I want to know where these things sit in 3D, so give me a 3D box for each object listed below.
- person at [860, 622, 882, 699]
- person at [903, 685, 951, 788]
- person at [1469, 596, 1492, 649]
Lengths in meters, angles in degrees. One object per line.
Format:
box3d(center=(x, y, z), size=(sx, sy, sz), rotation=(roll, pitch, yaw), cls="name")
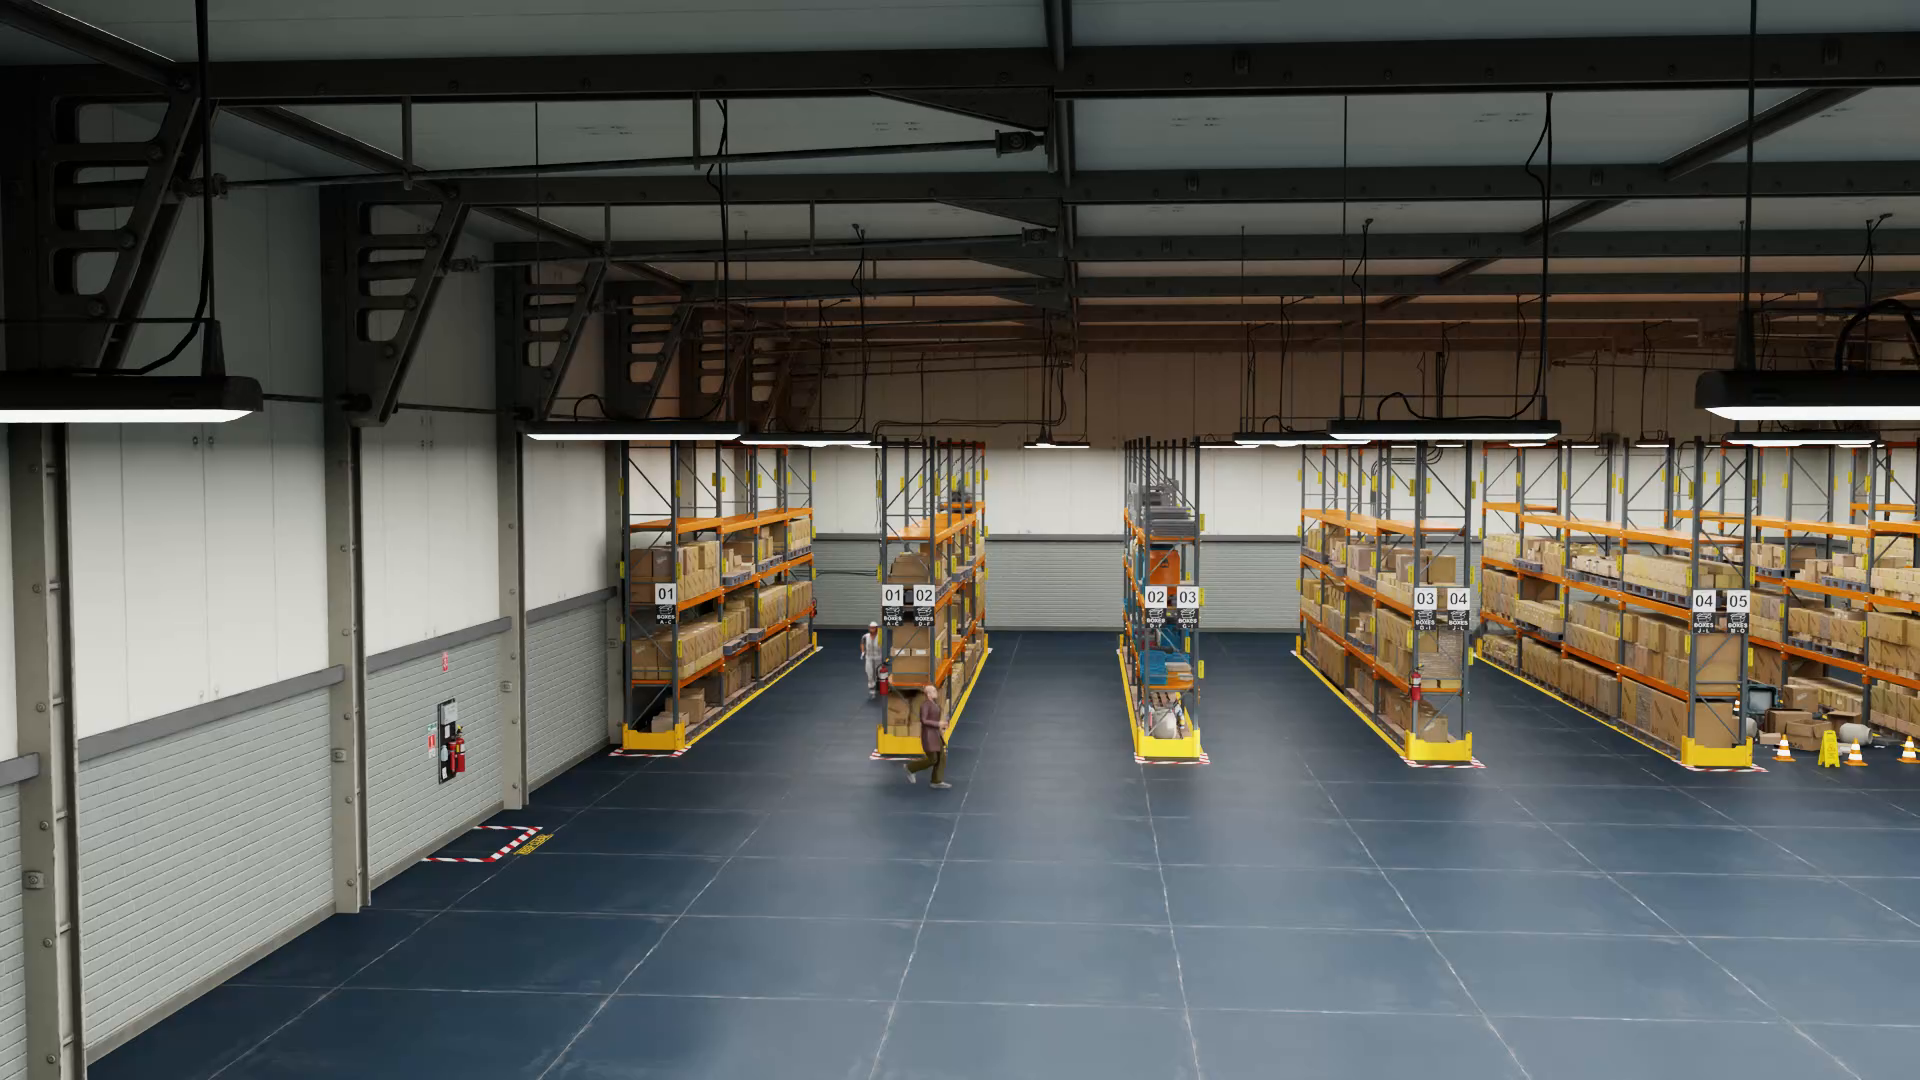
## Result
box3d(center=(-2.008, 2.778, 38.683), size=(0.635, 1.766, 0.856), rotation=(0, 3, 1), cls="person")
box3d(center=(-0.541, 3.333, 28.210), size=(0.835, 1.745, 0.712), rotation=(1, 3, 15), cls="person")
box3d(center=(15.029, 2.376, 47.662), size=(0.948, 1.592, 0.663), rotation=(0, 3, 7), cls="person")
